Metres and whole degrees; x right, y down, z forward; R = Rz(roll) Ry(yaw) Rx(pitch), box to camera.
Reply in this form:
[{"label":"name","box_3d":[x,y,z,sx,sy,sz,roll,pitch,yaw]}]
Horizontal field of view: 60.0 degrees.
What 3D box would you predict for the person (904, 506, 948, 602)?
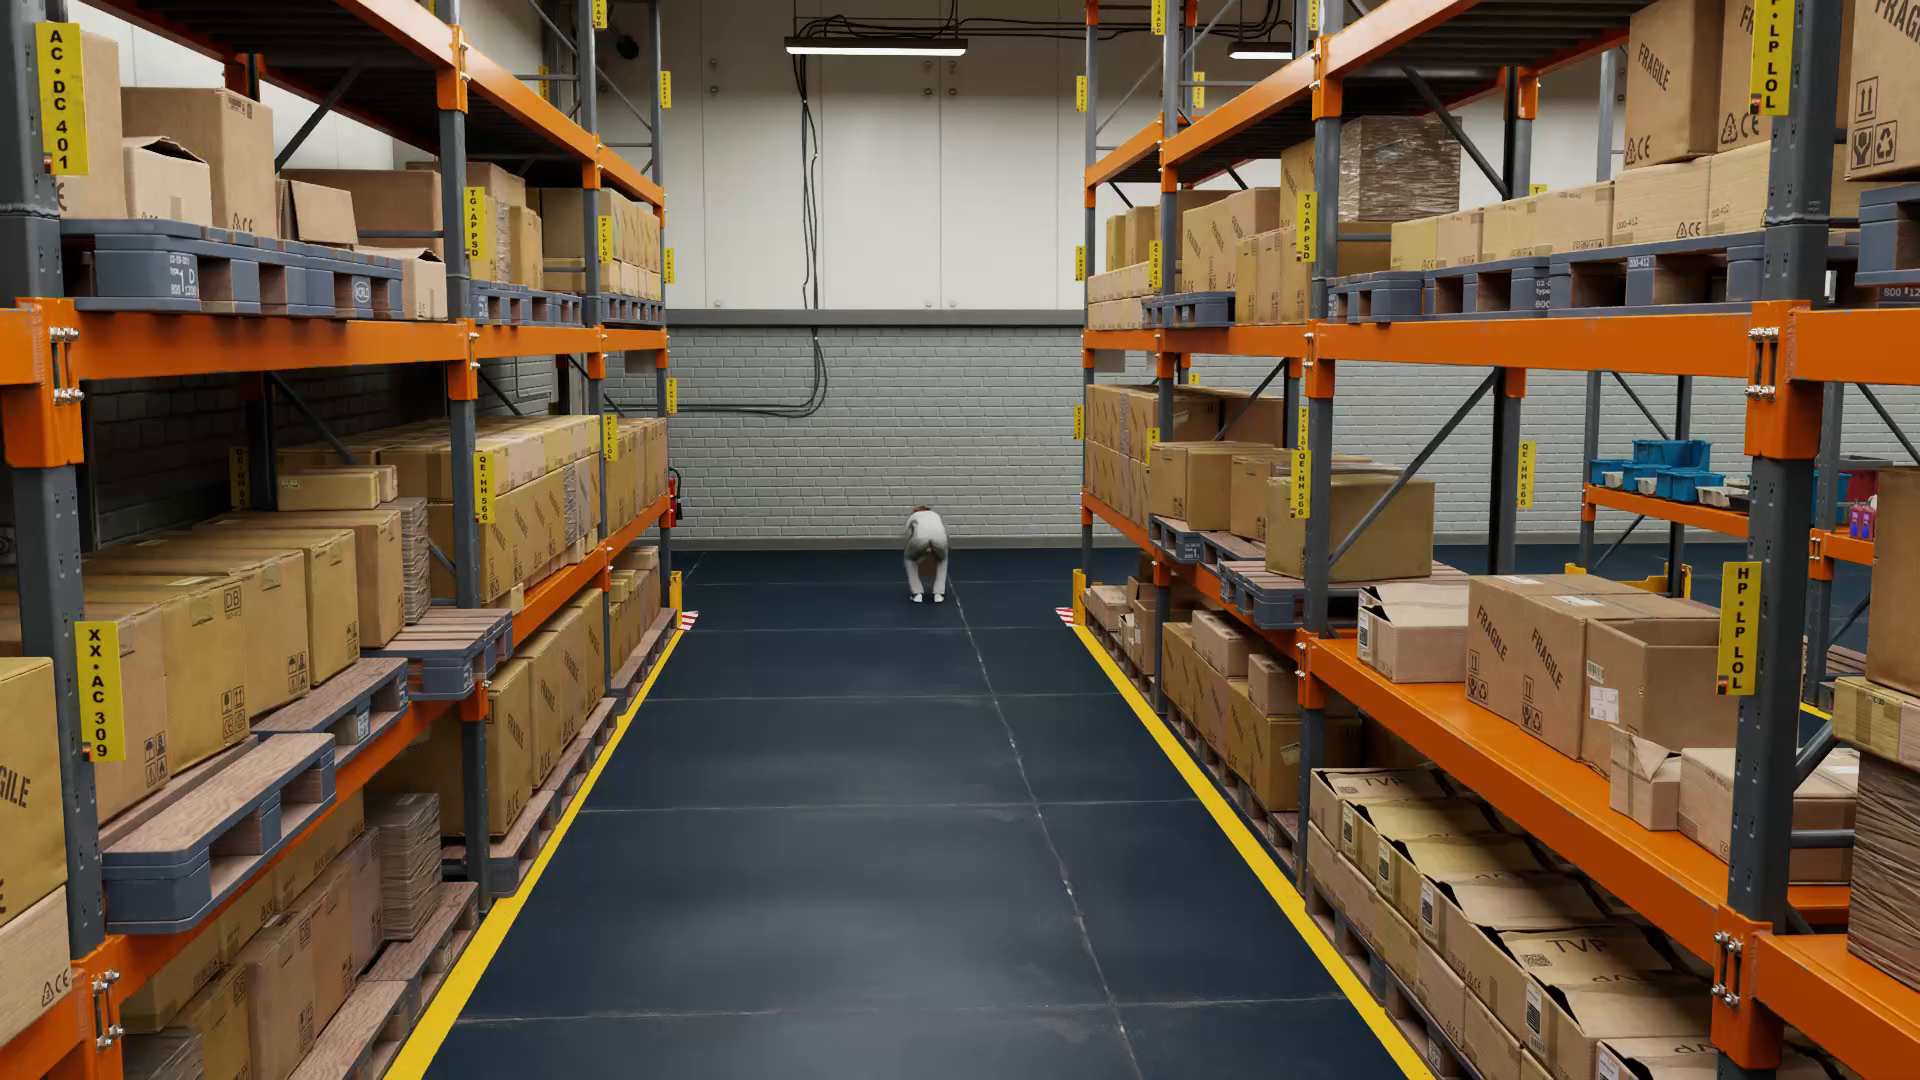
[{"label":"person","box_3d":[-0.359,0.135,17.549,0.475,0.976,0.864,-1,7,-6]}]
